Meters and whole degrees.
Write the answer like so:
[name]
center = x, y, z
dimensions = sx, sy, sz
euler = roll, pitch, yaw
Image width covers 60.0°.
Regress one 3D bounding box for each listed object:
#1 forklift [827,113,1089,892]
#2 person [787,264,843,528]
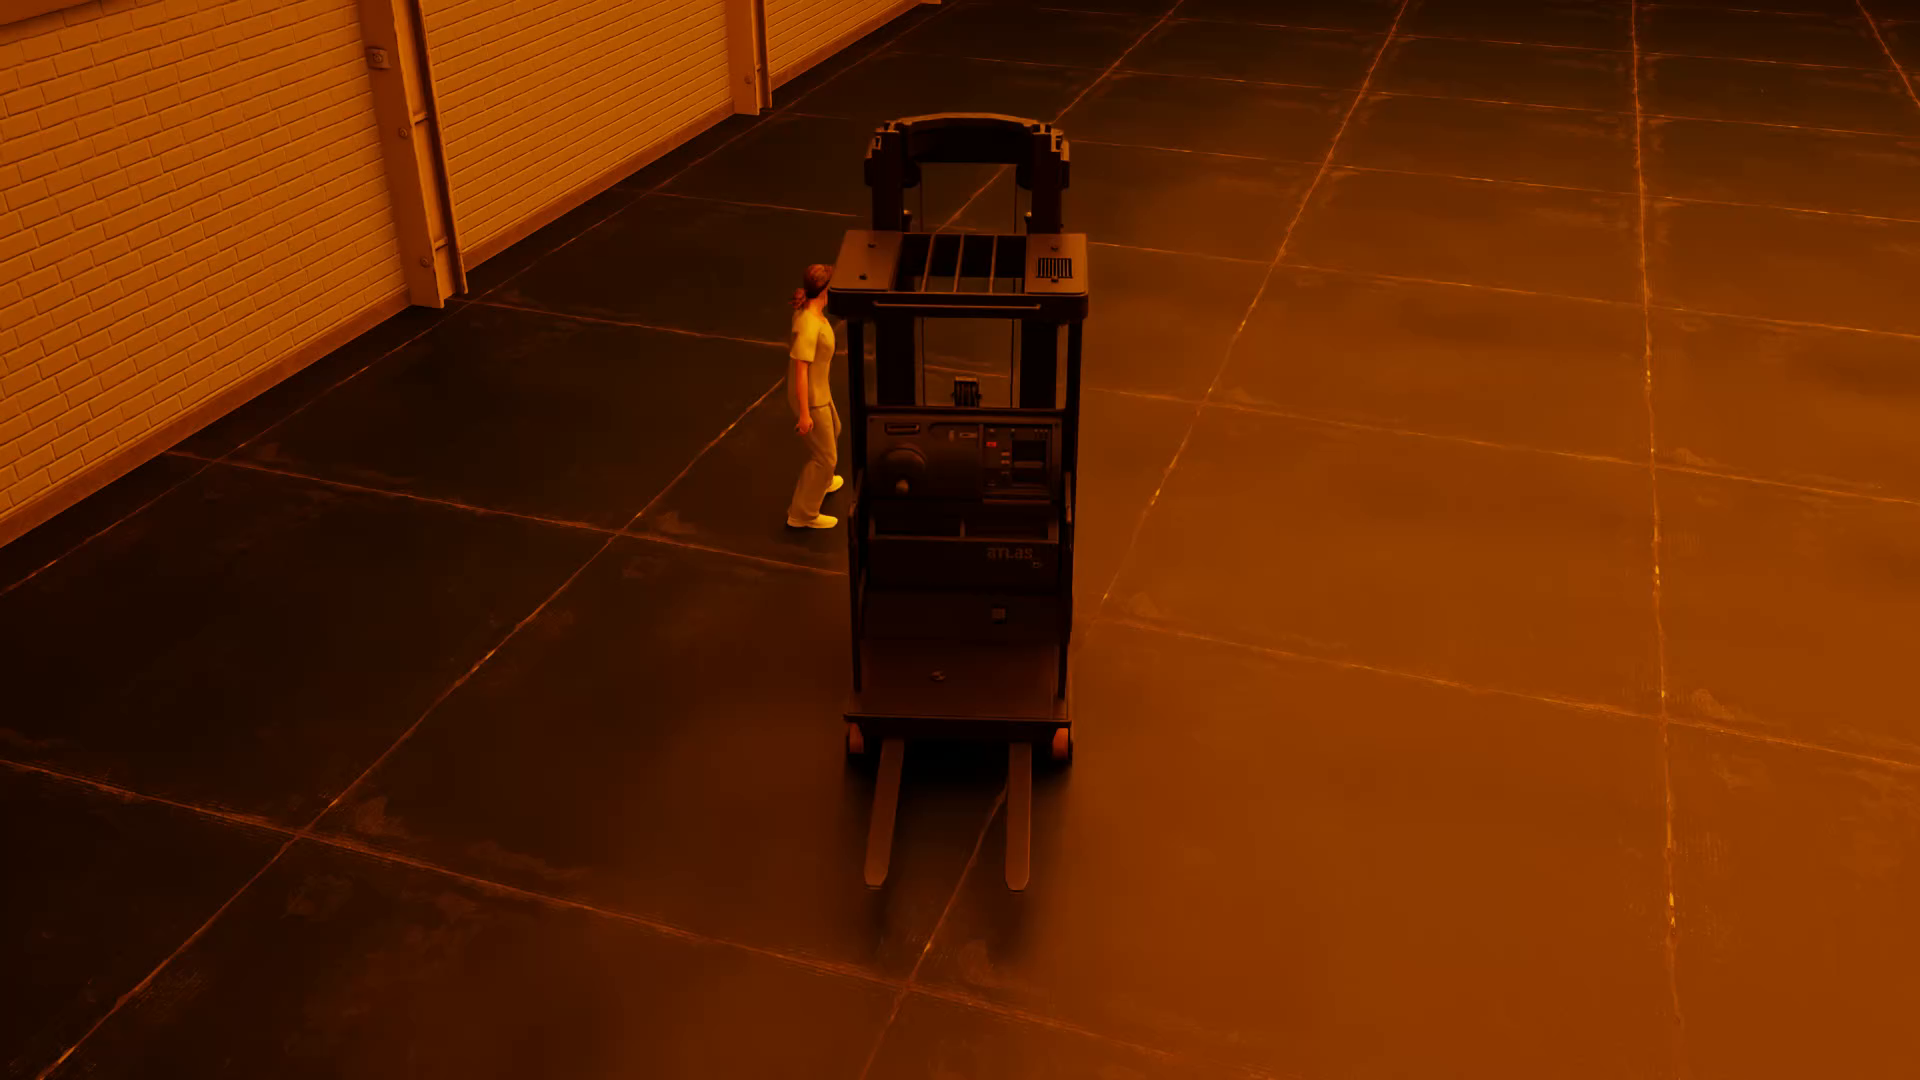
[forklift]
center = 0.010, -0.351, 7.753
dimensions = 1.130, 2.935, 3.031
euler = 1, 30, 2
[person]
center = -0.892, -0.873, 9.981
dimensions = 0.376, 1.646, 0.780
euler = -3, 30, -6
